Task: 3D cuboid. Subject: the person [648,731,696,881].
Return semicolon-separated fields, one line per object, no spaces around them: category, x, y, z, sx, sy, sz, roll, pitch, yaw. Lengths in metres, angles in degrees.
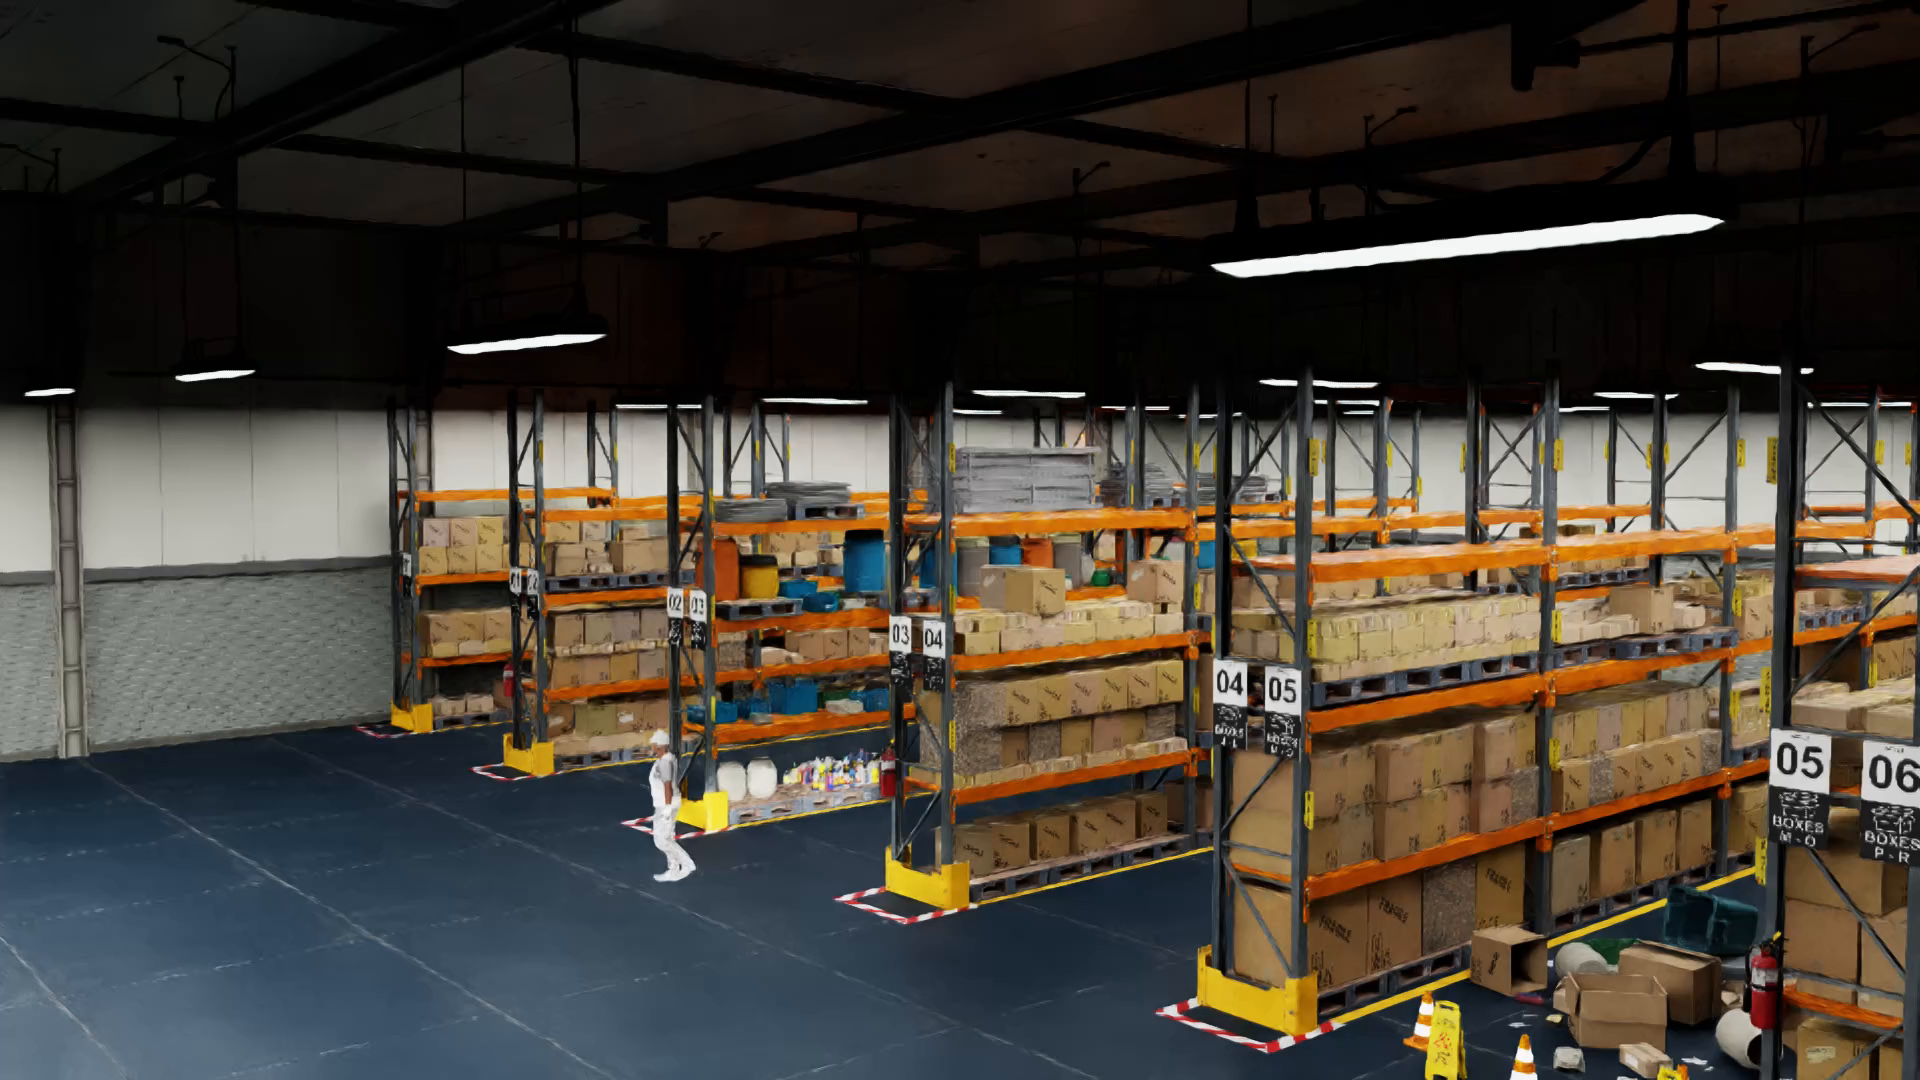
person;-3.393;3.137;19.593;0.571;1.777;0.602;0;3;-4
